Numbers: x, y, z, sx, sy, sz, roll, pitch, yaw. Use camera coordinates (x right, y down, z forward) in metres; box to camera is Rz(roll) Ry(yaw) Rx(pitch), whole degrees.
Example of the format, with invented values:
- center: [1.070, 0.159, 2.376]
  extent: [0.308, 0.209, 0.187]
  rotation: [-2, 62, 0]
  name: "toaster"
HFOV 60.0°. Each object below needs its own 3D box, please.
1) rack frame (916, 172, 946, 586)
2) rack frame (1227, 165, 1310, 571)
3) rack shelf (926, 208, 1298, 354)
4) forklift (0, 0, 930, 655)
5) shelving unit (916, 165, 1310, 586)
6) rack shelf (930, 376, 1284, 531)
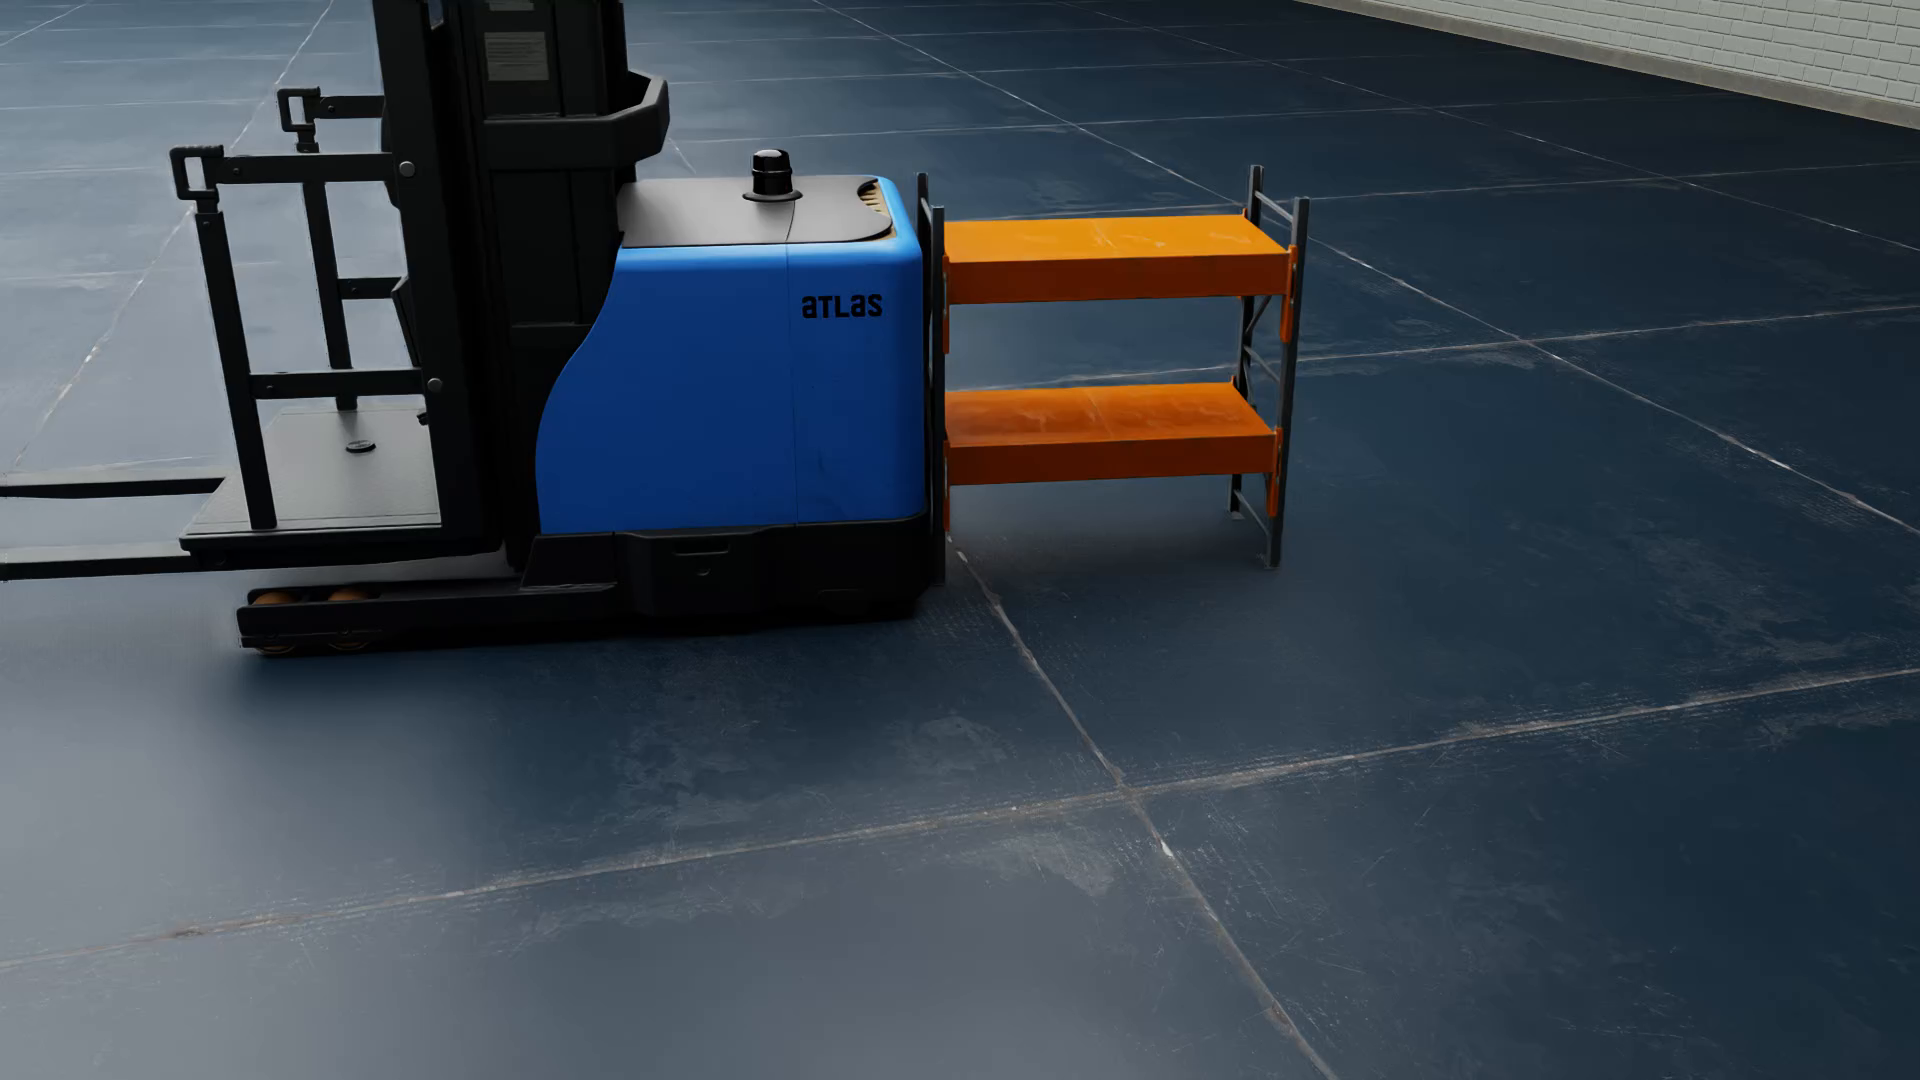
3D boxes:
- center: [-0.086, -0.478, 4.938]
  extent: [0.032, 1.125, 0.500]
  rotation: [-3, 23, -6]
  name: "rack frame"
- center: [0.924, -0.523, 5.042]
  extent: [0.032, 1.125, 0.500]
  rotation: [-3, 23, -6]
  name: "rack frame"
- center: [0.419, -0.770, 4.875]
  extent: [1.000, 0.278, 0.538]
  rotation: [-3, 23, -6]
  name: "rack shelf"
- center: [-1.639, -1.255, 4.459]
  extent: [3.031, 2.935, 1.130]
  rotation: [-3, 23, -6]
  name: "forklift"
- center: [0.419, -0.501, 4.990]
  extent: [1.048, 1.125, 0.538]
  rotation: [-3, 23, -6]
  name: "shelving unit"
- center: [0.419, -0.276, 5.086]
  extent: [1.000, 0.278, 0.538]
  rotation: [-3, 23, -6]
  name: "rack shelf"
